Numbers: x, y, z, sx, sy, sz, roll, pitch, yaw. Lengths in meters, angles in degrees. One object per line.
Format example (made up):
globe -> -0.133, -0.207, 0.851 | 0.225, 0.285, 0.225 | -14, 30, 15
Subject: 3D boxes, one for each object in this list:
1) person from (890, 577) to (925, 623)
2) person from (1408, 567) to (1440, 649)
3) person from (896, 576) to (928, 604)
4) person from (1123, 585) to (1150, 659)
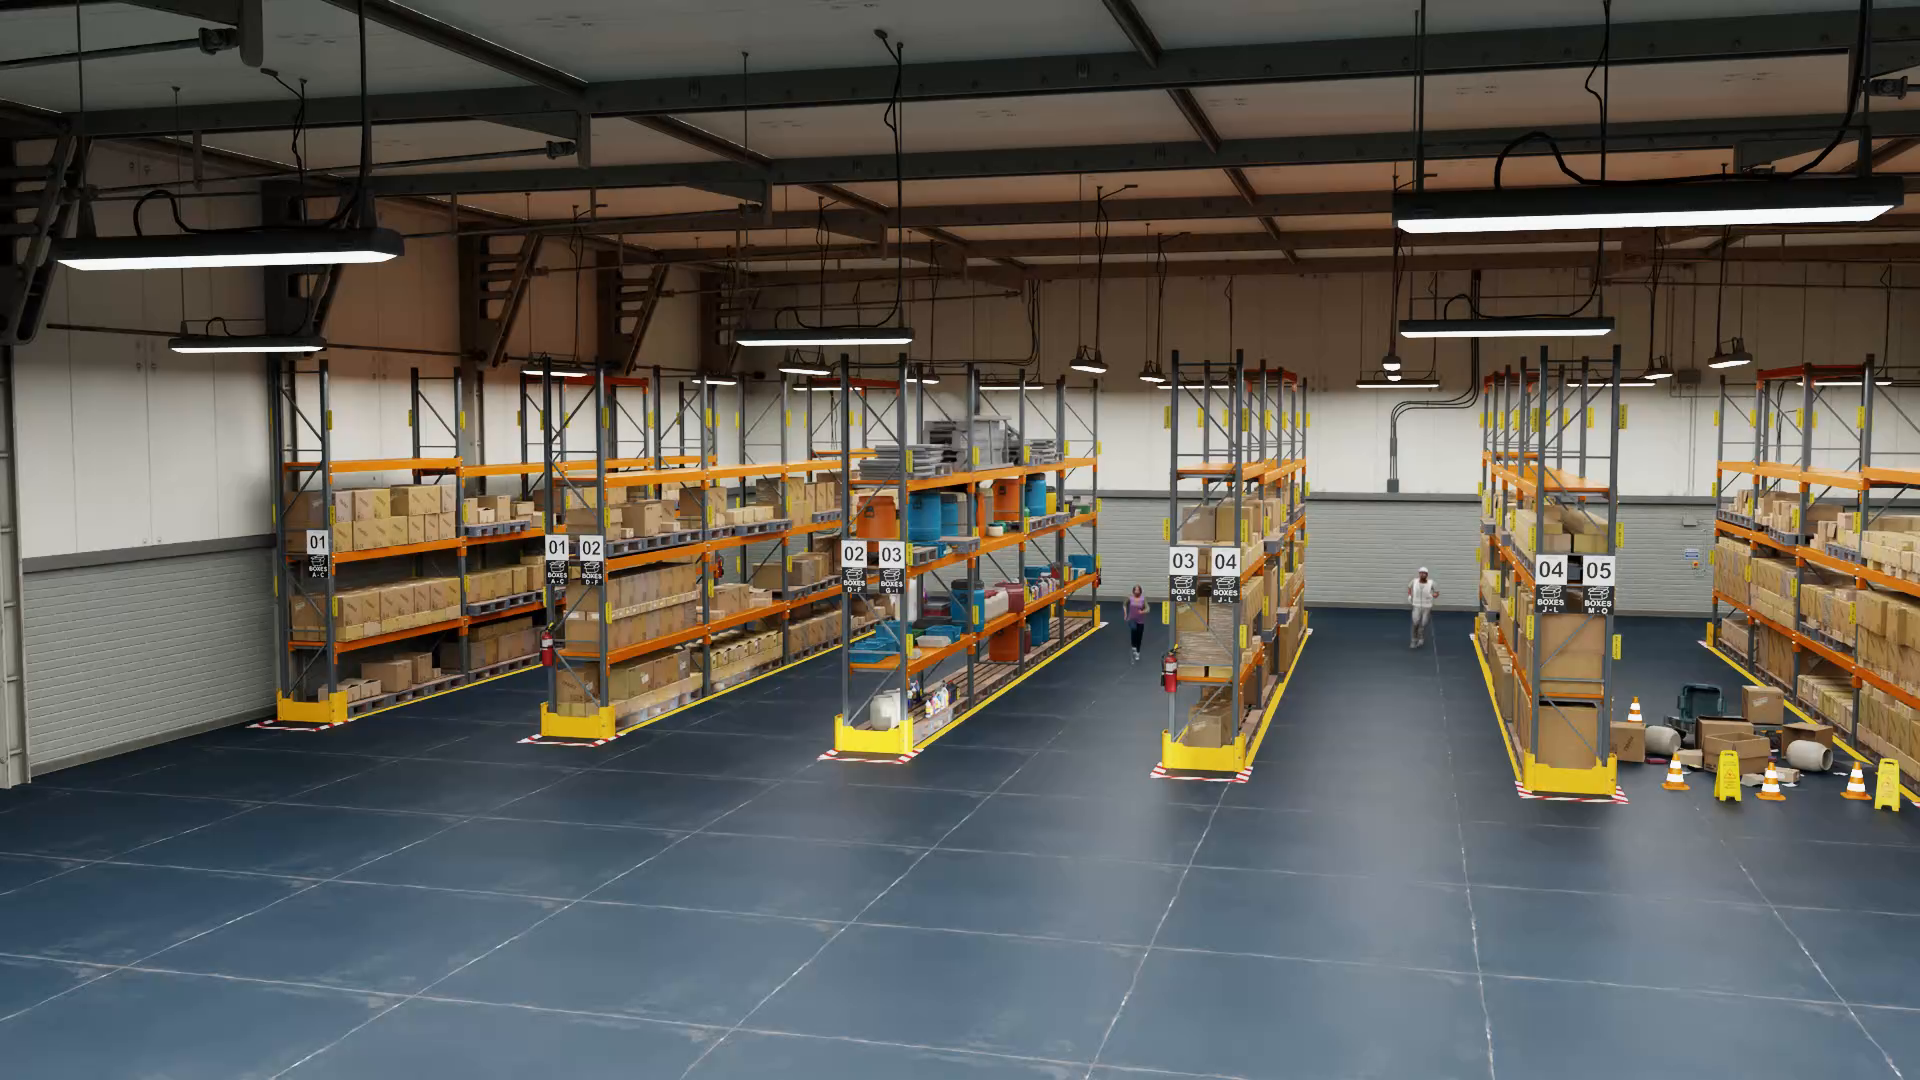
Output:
person -> -1.074, 1.455, 33.643 | 0.710, 1.713, 0.782 | 0, 4, 5
person -> 10.177, 1.497, 36.559 | 0.696, 1.815, 0.680 | 1, 4, 19
person -> -1.052, 1.558, 35.954 | 0.703, 1.721, 0.675 | 0, 4, 4
person -> 3.632, 1.697, 34.215 | 0.533, 1.568, 0.806 | 0, 4, 0
